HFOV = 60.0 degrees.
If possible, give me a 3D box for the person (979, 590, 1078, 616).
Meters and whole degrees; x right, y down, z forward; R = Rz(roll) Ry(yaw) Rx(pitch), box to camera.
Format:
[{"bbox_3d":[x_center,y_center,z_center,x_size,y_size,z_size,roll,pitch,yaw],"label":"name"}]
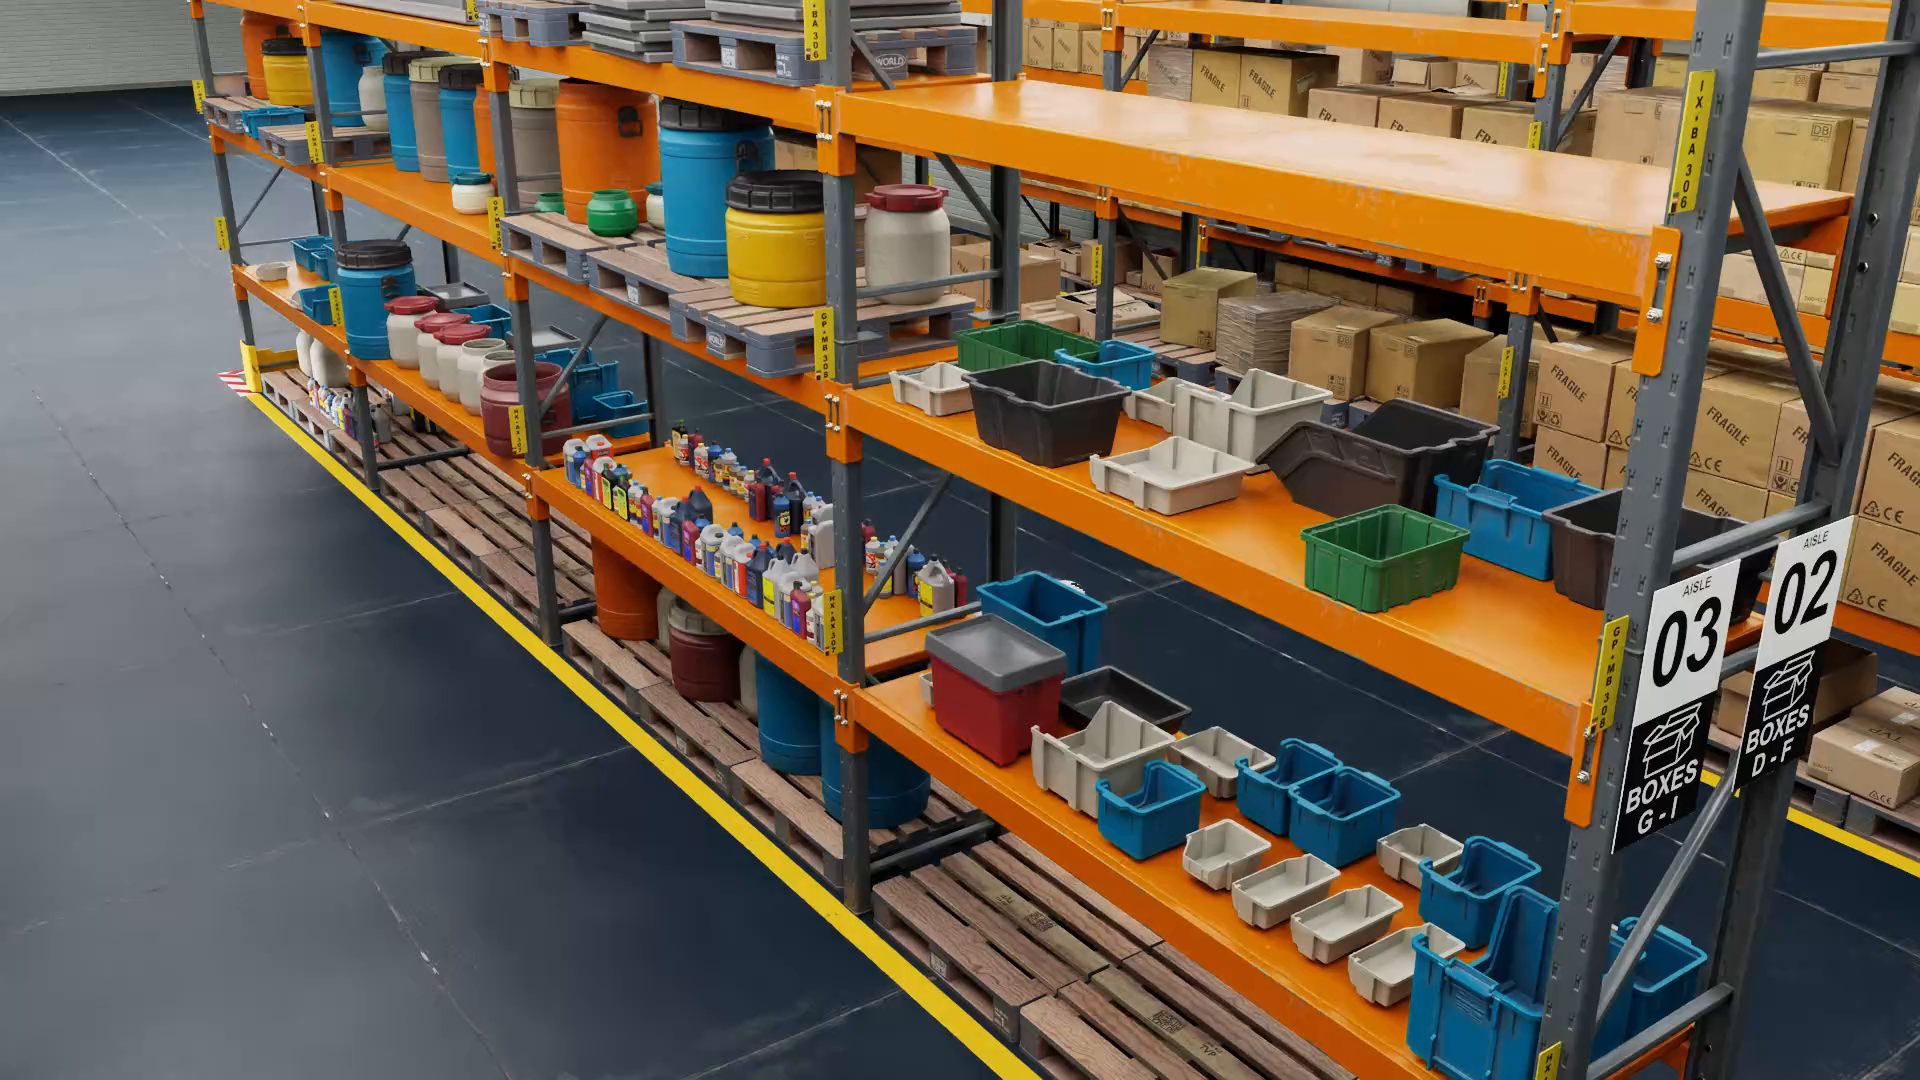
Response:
[{"bbox_3d":[0.436,0.723,10.090,0.556,1.122,0.865,-15,26,-33],"label":"person"}]
